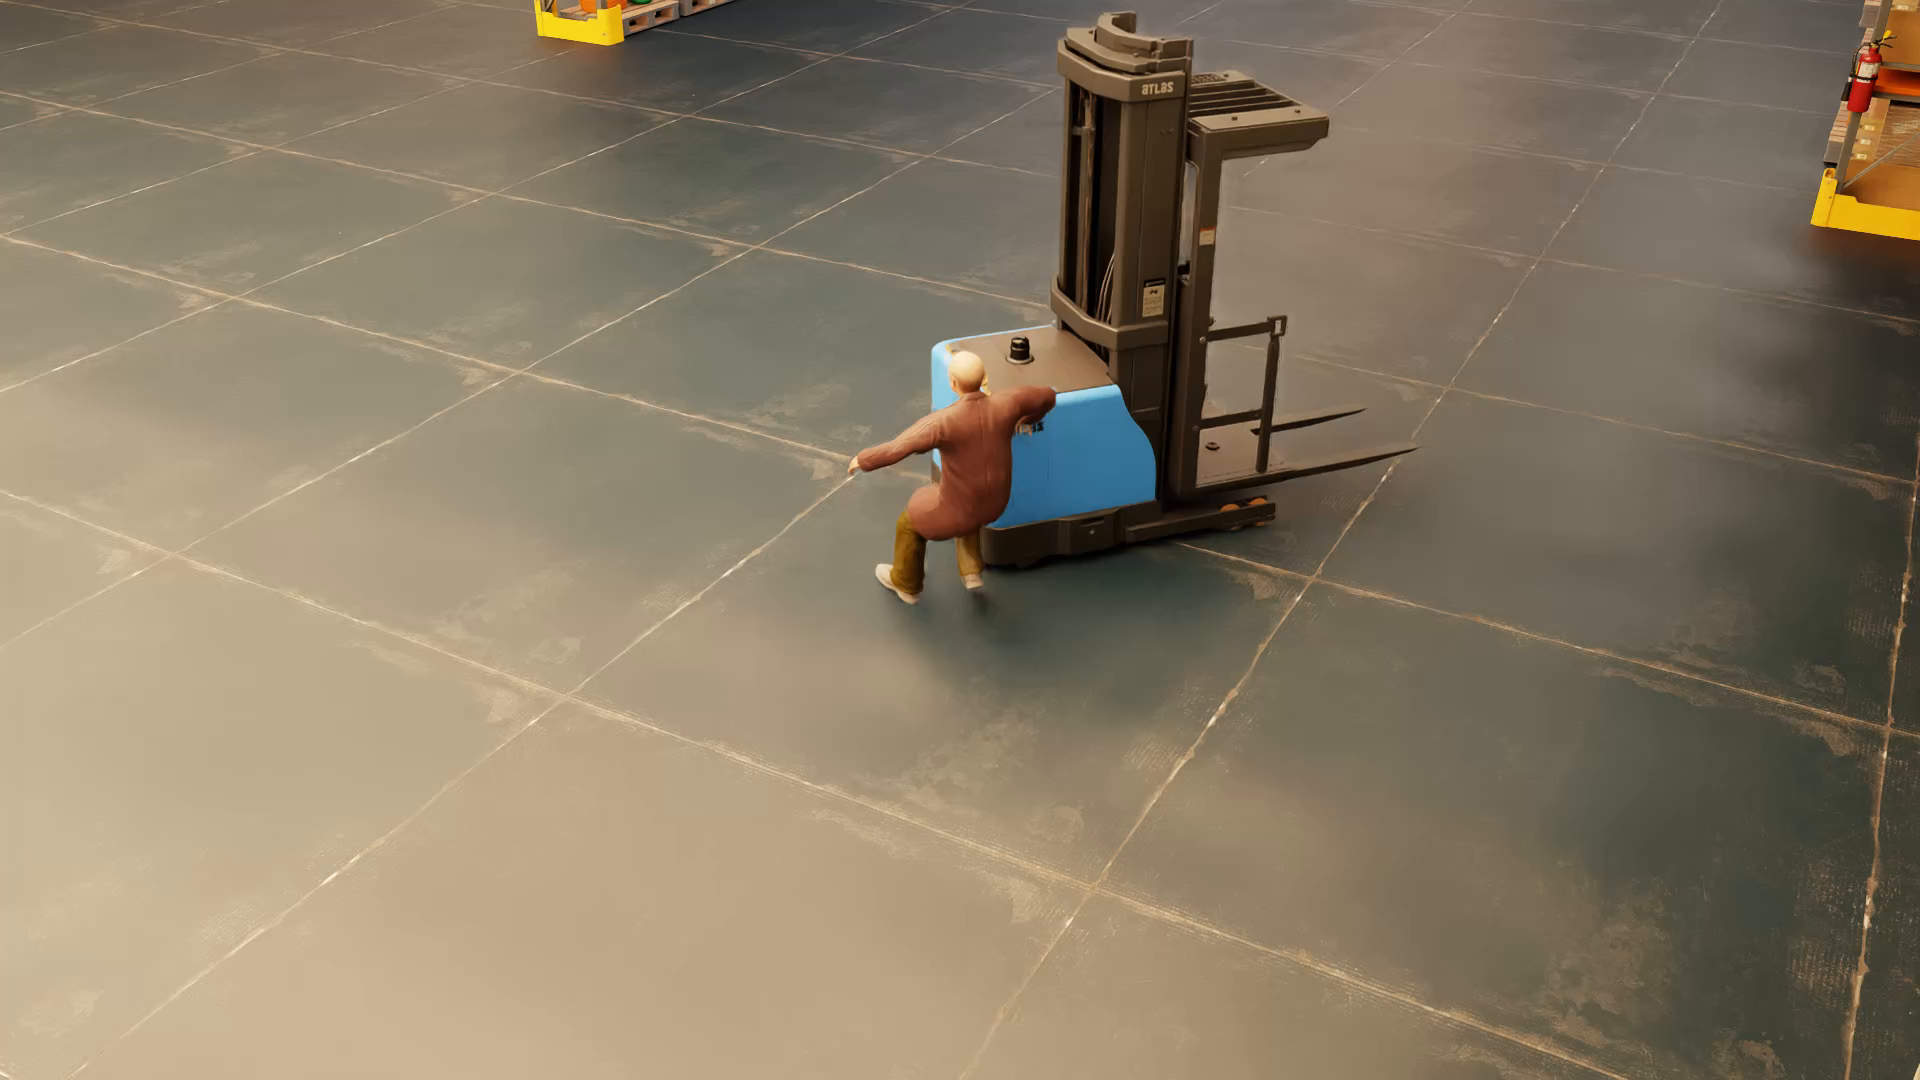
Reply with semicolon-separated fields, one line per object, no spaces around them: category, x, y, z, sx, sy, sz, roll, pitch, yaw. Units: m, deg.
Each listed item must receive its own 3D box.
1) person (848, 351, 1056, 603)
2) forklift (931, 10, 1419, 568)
person;-0.087;-0.346;8.994;1.127;1.612;0.856;-15;33;-24
forklift;1.390;-1.557;9.768;3.031;2.935;1.130;-11;32;-18
